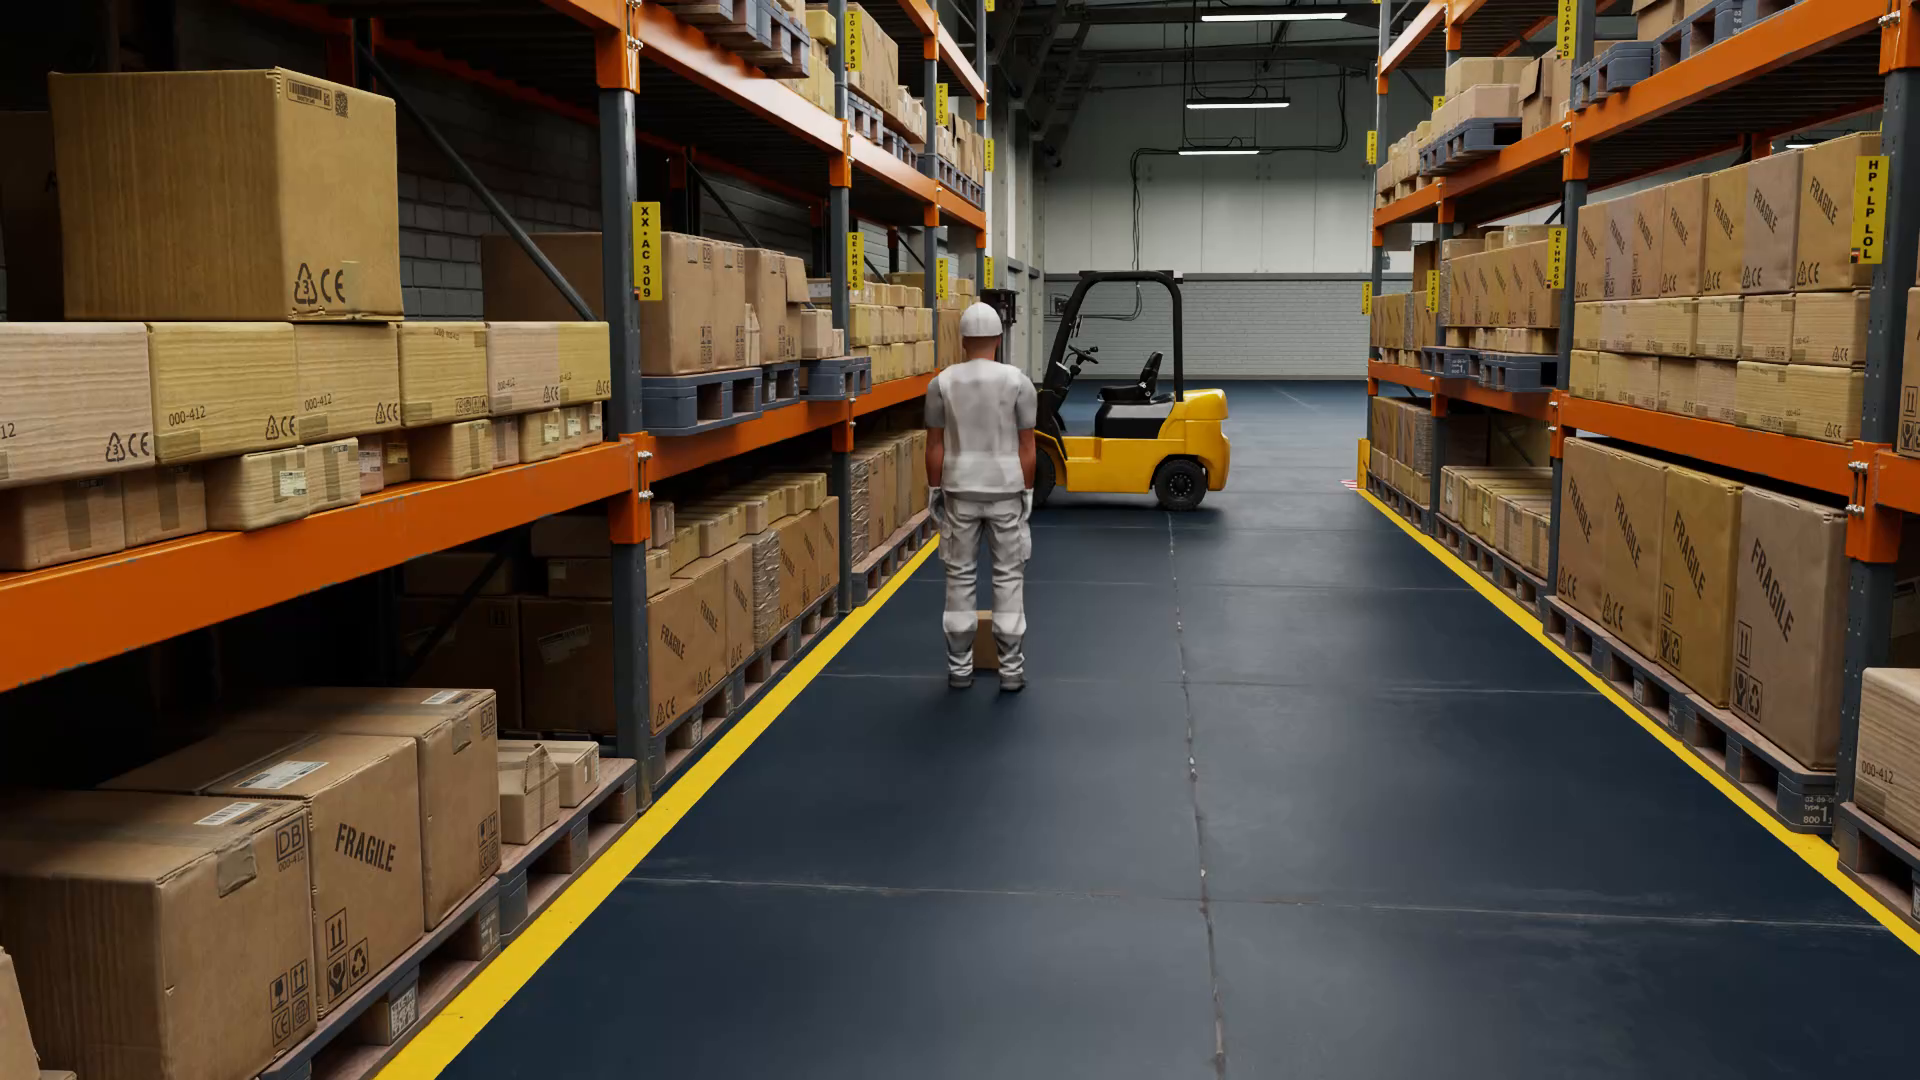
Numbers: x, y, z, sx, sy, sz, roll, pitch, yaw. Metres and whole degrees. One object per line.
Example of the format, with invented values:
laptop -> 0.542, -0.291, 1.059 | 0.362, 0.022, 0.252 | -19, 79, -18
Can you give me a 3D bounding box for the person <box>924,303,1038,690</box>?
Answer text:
person -> 0.100, -0.193, 7.744 | 0.524, 1.809, 0.344 | 1, 8, 6
